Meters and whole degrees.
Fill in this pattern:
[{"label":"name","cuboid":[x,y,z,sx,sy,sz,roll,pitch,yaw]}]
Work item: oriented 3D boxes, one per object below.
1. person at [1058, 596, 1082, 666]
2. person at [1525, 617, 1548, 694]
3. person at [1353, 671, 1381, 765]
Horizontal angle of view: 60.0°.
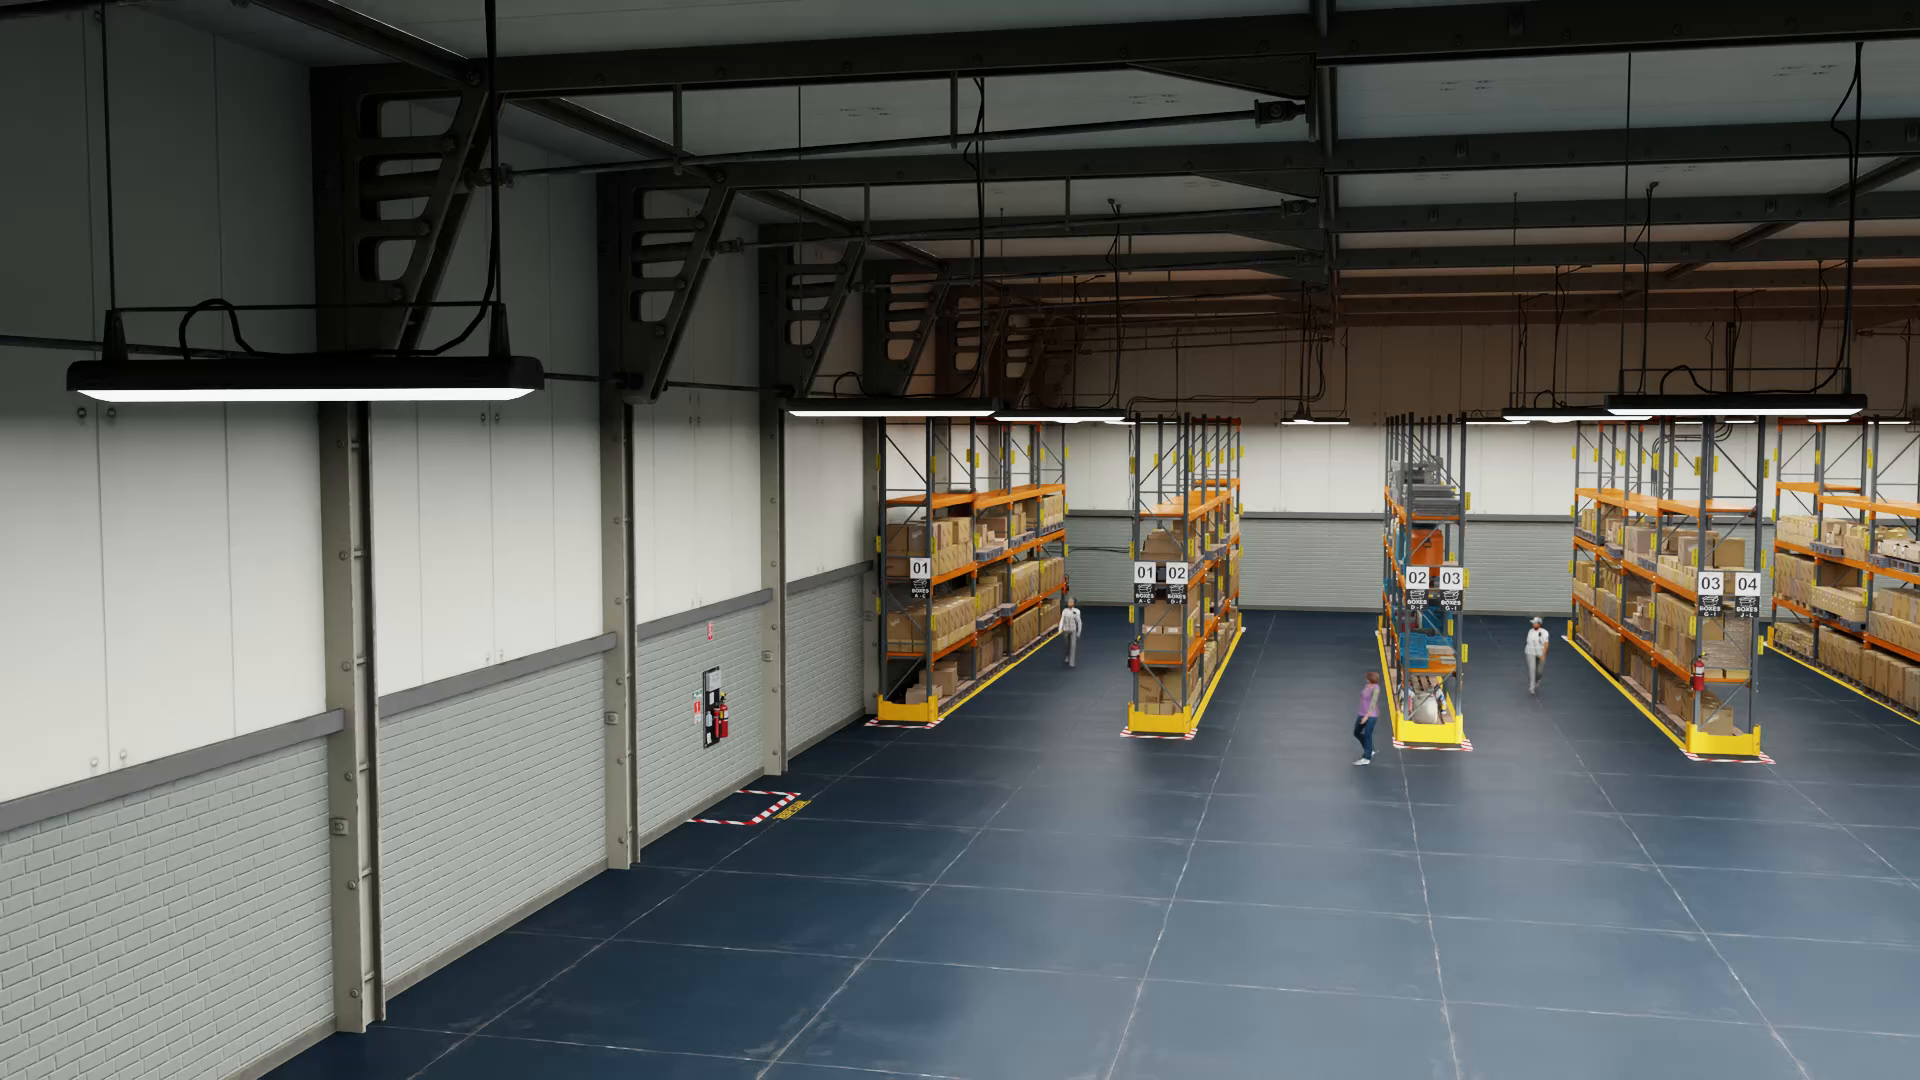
[{"label":"person","cuboid":[2.652,2.181,40.019,0.555,1.641,0.959,0,4,6]},{"label":"person","cuboid":[12.455,2.477,35.971,0.468,1.614,0.932,0,4,7]},{"label":"person","cuboid":[6.888,3.009,28.294,0.437,1.594,0.490,-1,4,-20]}]
